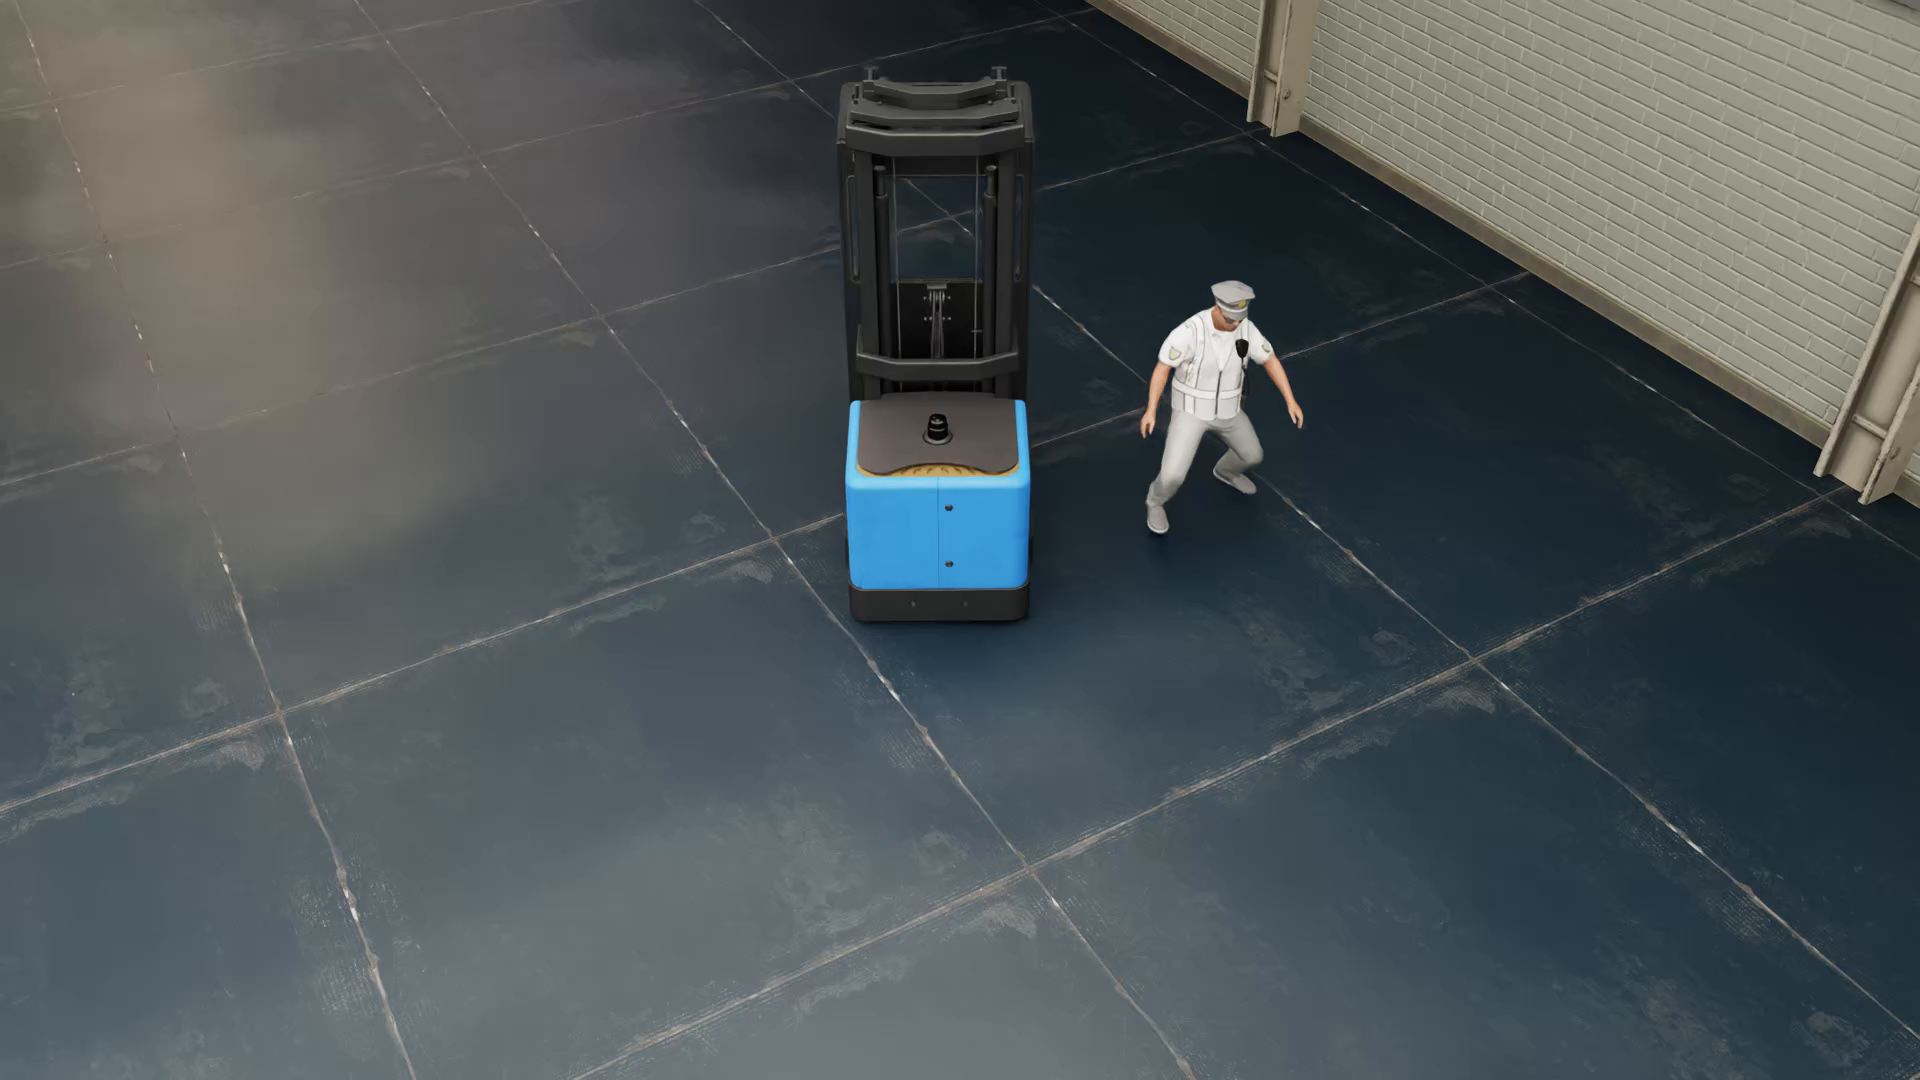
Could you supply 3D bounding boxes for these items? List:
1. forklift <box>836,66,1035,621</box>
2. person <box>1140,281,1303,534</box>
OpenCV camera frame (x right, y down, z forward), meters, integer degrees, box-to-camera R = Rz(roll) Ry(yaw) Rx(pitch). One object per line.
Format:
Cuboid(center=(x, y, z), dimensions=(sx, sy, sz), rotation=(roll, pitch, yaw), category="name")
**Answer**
Cuboid(center=(-0.136, -1.570, 9.929), dimensions=(1.130, 2.935, 3.031), rotation=(0, 40, -1), category="forklift")
Cuboid(center=(1.556, -0.819, 10.081), dimensions=(0.972, 1.631, 0.673), rotation=(-7, 40, -8), category="person")
